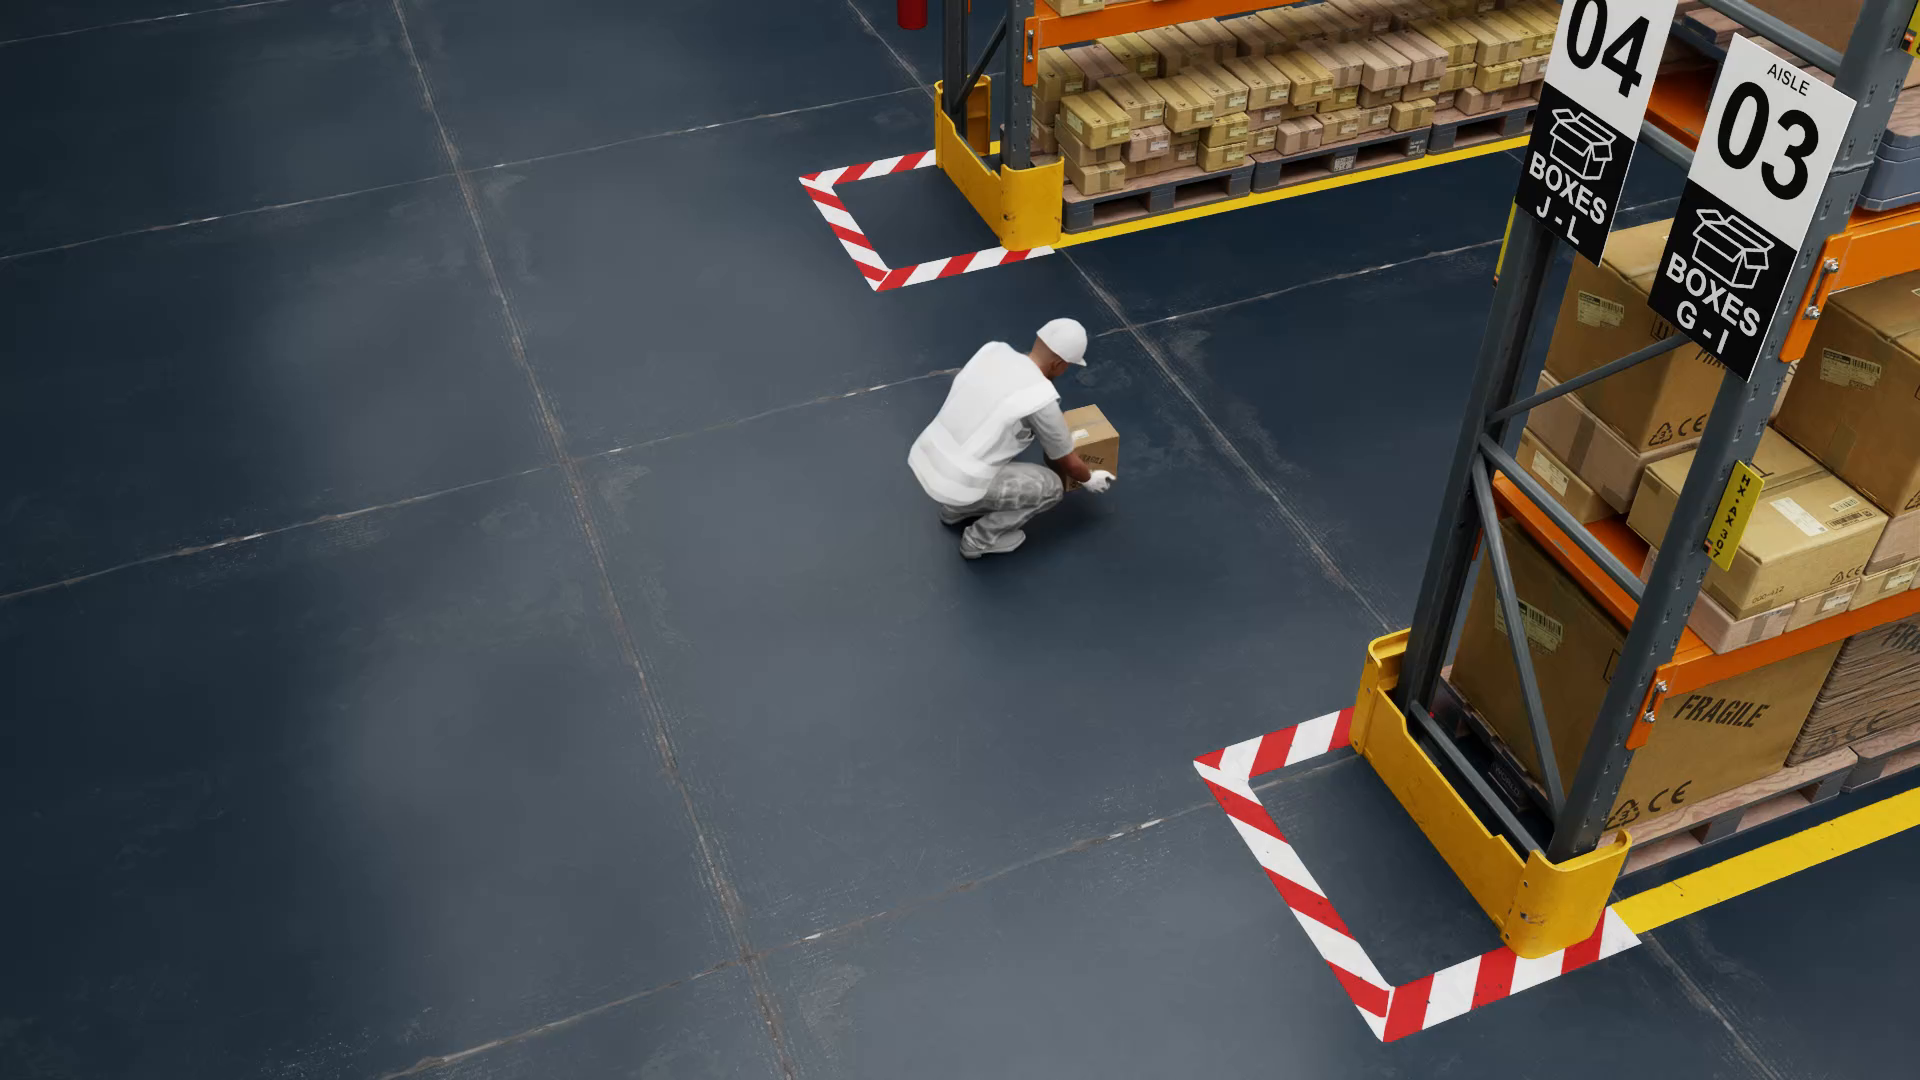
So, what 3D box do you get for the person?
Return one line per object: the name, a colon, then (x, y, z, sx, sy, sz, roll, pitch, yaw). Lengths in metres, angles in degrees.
person: (0.217, -0.466, 7.278, 0.901, 0.993, 0.561, -15, 44, -17)
